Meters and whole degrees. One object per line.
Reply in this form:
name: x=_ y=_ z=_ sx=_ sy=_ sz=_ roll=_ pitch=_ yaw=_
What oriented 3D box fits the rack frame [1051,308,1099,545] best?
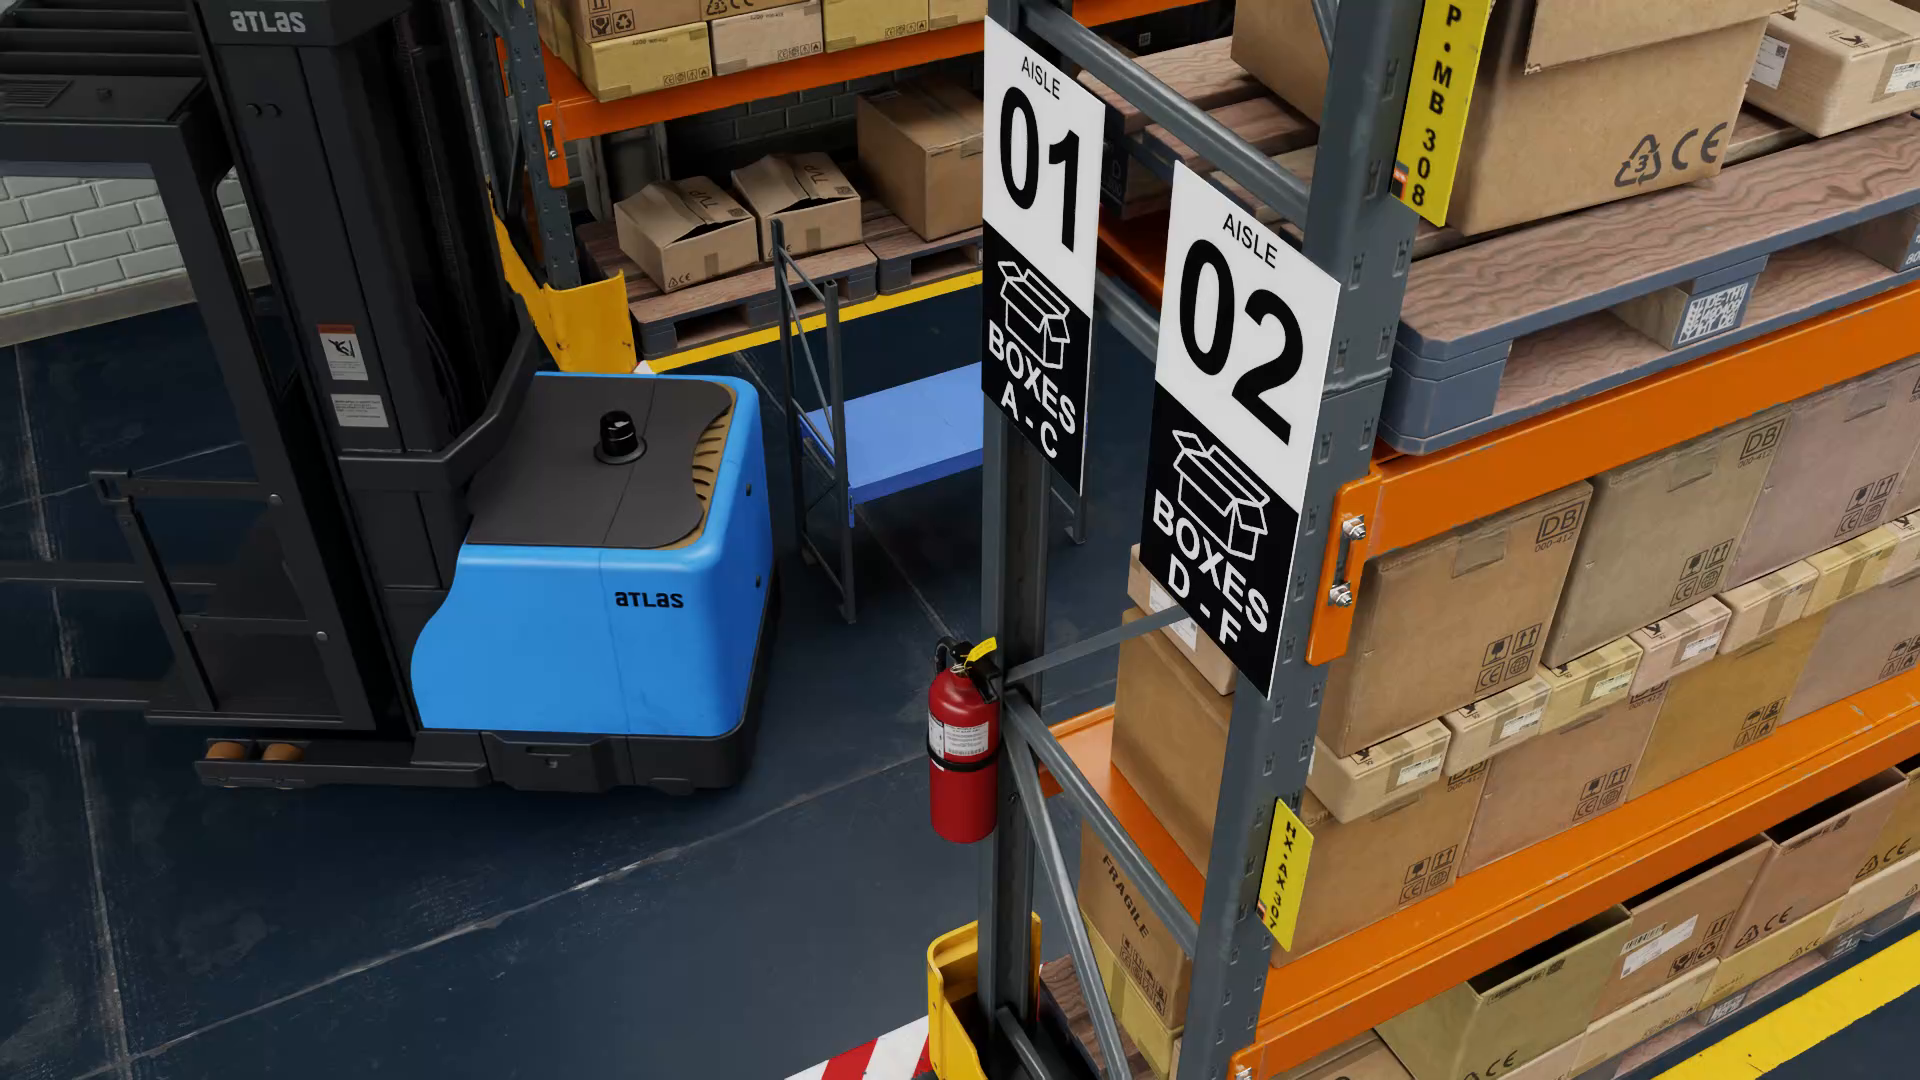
rack frame: x=0.375 y=-0.699 z=6.415 sx=0.032 sy=1.500 sz=0.500 roll=-19 pitch=44 yaw=-21

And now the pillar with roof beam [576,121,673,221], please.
pillar with roof beam: x=0.248 y=-2.720 z=2.998 sx=0.400 sy=9.000 sz=9.100 roll=-19 pitch=44 yaw=-21

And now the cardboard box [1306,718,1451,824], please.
cardboard box: x=0.777 y=0.366 z=3.417 sx=0.250 sy=0.149 sz=0.380 roll=-19 pitch=44 yaw=-21

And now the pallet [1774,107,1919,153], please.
pallet: x=2.052 y=-1.029 z=3.390 sx=1.213 sy=0.211 sz=1.003 roll=-19 pitch=44 yaw=-21

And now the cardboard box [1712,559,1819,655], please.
cardboard box: x=1.692 y=0.057 z=3.782 sx=0.250 sy=0.149 sz=0.380 roll=-20 pitch=44 yaw=-22

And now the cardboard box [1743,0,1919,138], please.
cardboard box: x=1.455 y=-0.867 z=2.893 sx=0.250 sy=0.149 sz=0.380 roll=-19 pitch=44 yaw=-21

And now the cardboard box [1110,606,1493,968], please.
cardboard box: x=0.750 y=0.475 z=3.790 sx=0.500 sy=0.500 sz=0.700 roll=-19 pitch=44 yaw=-21

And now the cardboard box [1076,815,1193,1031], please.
cardboard box: x=0.668 y=0.918 z=4.567 sx=0.500 sy=0.500 sz=0.500 roll=-19 pitch=44 yaw=-21

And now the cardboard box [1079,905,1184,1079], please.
cardboard box: x=0.669 y=1.205 z=4.808 sx=0.500 sy=0.250 sz=0.500 roll=-19 pitch=44 yaw=-21

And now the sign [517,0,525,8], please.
sign: x=-1.711 y=-2.212 z=6.371 sx=0.005 sy=0.325 sz=0.100 roll=-19 pitch=44 yaw=-21

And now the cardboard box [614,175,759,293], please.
cardboard box: x=-1.307 y=-1.489 z=7.928 sx=0.500 sy=0.311 sz=0.500 roll=-24 pitch=46 yaw=-25

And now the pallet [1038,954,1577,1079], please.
pallet: x=0.989 y=1.457 z=4.865 sx=1.213 sy=0.211 sz=1.003 roll=-19 pitch=44 yaw=-21

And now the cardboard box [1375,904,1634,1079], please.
cardboard box: x=1.351 y=1.065 z=4.392 sx=0.500 sy=0.500 sz=0.500 roll=-19 pitch=44 yaw=-21

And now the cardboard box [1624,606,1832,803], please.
cardboard box: x=1.656 y=0.171 z=4.149 sx=0.500 sy=0.500 sz=0.700 roll=-18 pitch=44 yaw=-20

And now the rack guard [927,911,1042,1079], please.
rack guard: x=0.308 y=1.607 z=4.465 sx=0.348 sy=0.500 sz=1.175 roll=-19 pitch=44 yaw=-21

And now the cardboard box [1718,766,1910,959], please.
cardboard box: x=2.240 y=0.770 z=4.742 sx=0.500 sy=0.500 sz=0.500 roll=-19 pitch=44 yaw=-21

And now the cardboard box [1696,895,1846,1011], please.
cardboard box: x=2.239 y=1.055 z=4.985 sx=0.500 sy=0.250 sz=0.500 roll=-19 pitch=44 yaw=-21

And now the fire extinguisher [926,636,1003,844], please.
fire extinguisher: x=0.010 y=0.444 z=3.964 sx=0.183 sy=0.674 sz=0.296 roll=-19 pitch=44 yaw=-21

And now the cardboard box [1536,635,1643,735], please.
cardboard box: x=1.232 y=0.212 z=3.599 sx=0.250 sy=0.149 sz=0.380 roll=-18 pitch=44 yaw=-20

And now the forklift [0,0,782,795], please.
forklift: x=-2.214 y=-0.599 z=5.189 sx=3.031 sy=2.935 sz=1.130 roll=2 pitch=40 yaw=2

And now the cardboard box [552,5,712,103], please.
cardboard box: x=-1.382 y=-2.106 z=7.017 sx=0.500 sy=0.250 sz=0.500 roll=-20 pitch=44 yaw=-22

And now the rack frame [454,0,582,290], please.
rack frame: x=-1.962 y=-2.192 z=7.018 sx=0.127 sy=3.000 sz=1.000 roll=-19 pitch=44 yaw=-21

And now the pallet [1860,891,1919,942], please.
pallet: x=3.153 y=0.729 z=5.725 sx=1.213 sy=0.211 sz=1.003 roll=-19 pitch=44 yaw=-21

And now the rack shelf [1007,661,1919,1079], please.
rack shelf: x=2.103 y=0.323 z=4.603 sx=4.000 sy=0.370 sz=1.077 roll=-19 pitch=44 yaw=-21

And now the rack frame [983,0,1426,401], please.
rack frame: x=0.330 y=-1.644 z=1.728 sx=0.127 sy=3.000 sz=1.000 roll=-19 pitch=44 yaw=-21

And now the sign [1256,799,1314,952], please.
sign: x=0.581 y=0.605 z=2.983 sx=0.005 sy=0.325 sz=0.100 roll=-19 pitch=44 yaw=-21

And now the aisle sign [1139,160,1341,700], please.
aisle sign: x=0.413 y=-0.152 z=2.595 sx=0.004 sy=0.787 sz=0.394 roll=-19 pitch=44 yaw=-21

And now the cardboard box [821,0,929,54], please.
cardboard box: x=-0.474 y=-2.418 z=7.385 sx=0.500 sy=0.250 sz=0.500 roll=-19 pitch=44 yaw=-21

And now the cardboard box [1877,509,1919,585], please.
cardboard box: x=2.141 y=-0.092 z=3.958 sx=0.250 sy=0.149 sz=0.380 roll=-18 pitch=44 yaw=-20

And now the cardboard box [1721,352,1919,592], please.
cardboard box: x=1.707 y=-0.347 z=3.756 sx=0.500 sy=0.500 sz=0.700 roll=-18 pitch=44 yaw=-20

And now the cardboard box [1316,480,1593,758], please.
cardboard box: x=0.797 y=-0.036 z=3.389 sx=0.500 sy=0.500 sz=0.700 roll=-18 pitch=44 yaw=-20

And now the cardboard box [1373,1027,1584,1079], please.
cardboard box: x=1.350 y=1.351 z=4.636 sx=0.500 sy=0.250 sz=0.500 roll=-19 pitch=44 yaw=-21

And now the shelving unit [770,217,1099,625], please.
shelving unit: x=-0.076 y=-0.547 z=6.235 sx=1.048 sy=1.500 sz=0.538 roll=-19 pitch=44 yaw=-21

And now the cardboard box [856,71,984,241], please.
cardboard box: x=-0.127 y=-1.921 z=8.292 sx=0.500 sy=0.500 sz=0.700 roll=-21 pitch=45 yaw=-23

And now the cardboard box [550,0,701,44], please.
cardboard box: x=-1.400 y=-2.399 z=6.783 sx=0.500 sy=0.500 sz=0.500 roll=-19 pitch=44 yaw=-21

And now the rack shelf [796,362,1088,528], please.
rack shelf: x=-0.076 y=-0.410 z=6.352 sx=1.000 sy=0.185 sz=0.538 roll=-19 pitch=44 yaw=-21
